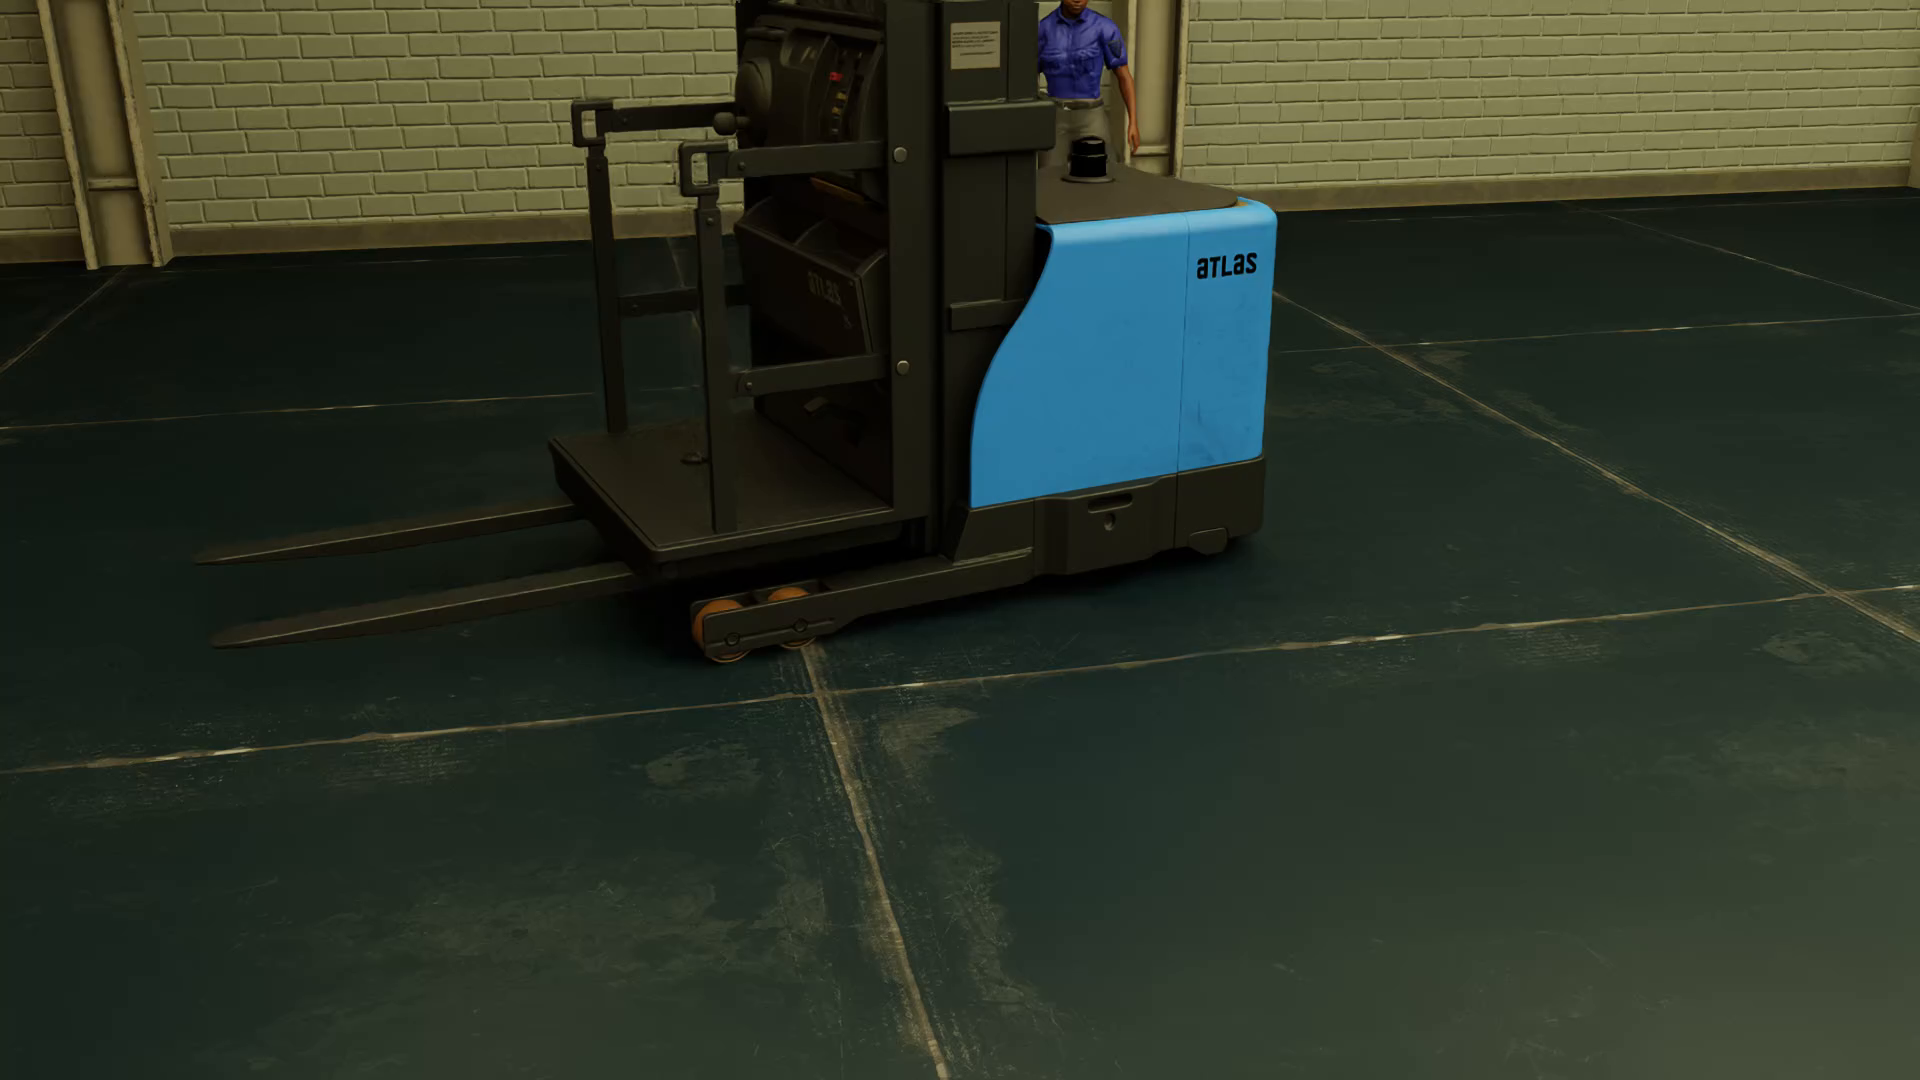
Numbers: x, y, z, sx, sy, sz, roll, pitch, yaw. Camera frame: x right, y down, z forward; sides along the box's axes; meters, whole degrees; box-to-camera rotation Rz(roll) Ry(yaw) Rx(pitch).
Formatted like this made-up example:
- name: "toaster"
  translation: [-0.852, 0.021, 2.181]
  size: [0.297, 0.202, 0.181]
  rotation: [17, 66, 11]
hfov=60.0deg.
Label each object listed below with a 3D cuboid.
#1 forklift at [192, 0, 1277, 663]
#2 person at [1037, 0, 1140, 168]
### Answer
- name: "forklift"
  translation: [-0.605, -1.256, 4.479]
  size: [3.031, 2.935, 1.130]
  rotation: [-10, 23, -25]
- name: "person"
  translation: [0.600, -2.105, 8.519]
  size: [0.687, 1.635, 0.385]
  rotation: [4, 21, 10]
